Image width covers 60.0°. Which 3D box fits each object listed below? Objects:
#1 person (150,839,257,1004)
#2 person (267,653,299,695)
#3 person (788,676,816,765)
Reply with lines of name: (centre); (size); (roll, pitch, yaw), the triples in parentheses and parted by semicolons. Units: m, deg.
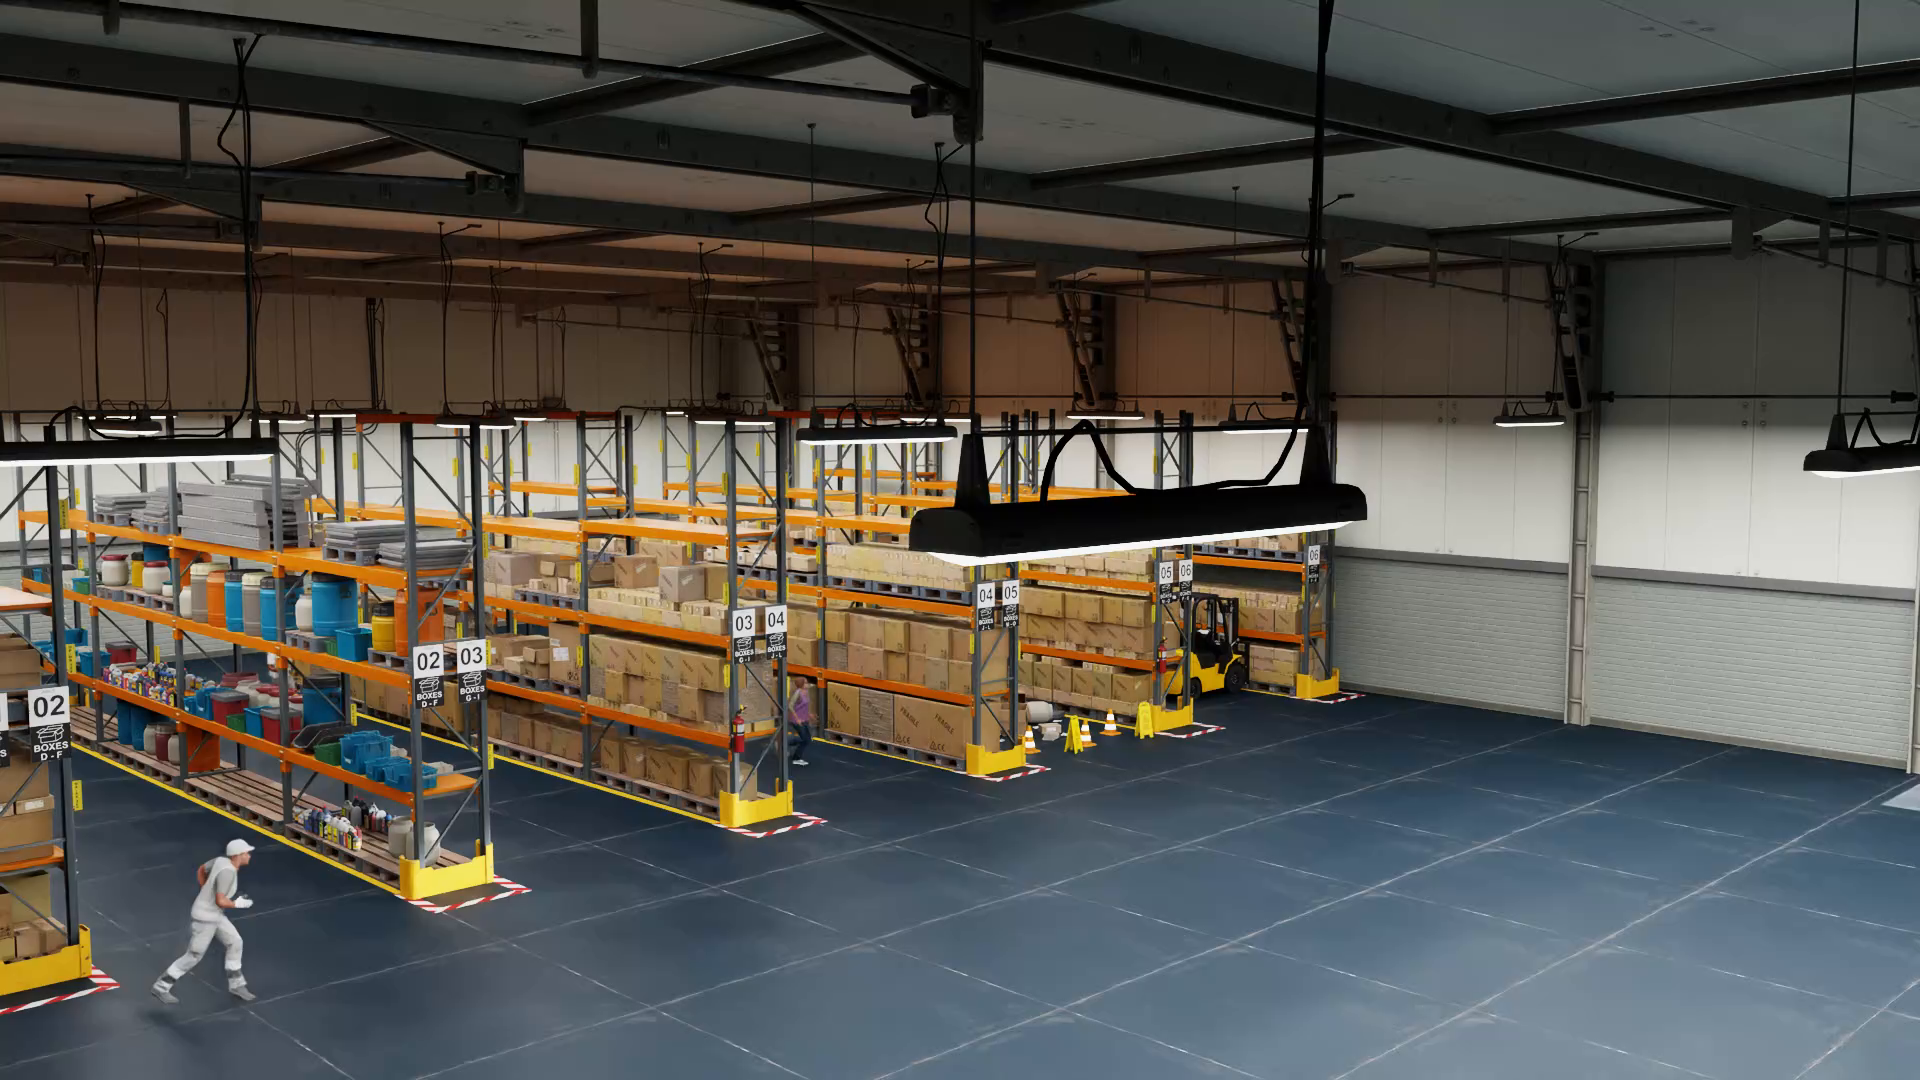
person: (-7.864, 4.003, 17.276); (1.045, 1.735, 0.697); (-2, 5, -26)
person: (-13.324, 2.670, 32.755); (0.763, 1.652, 0.716); (3, 6, 34)
person: (-2.784, 3.094, 28.495); (0.575, 1.544, 0.524); (2, 5, 21)
